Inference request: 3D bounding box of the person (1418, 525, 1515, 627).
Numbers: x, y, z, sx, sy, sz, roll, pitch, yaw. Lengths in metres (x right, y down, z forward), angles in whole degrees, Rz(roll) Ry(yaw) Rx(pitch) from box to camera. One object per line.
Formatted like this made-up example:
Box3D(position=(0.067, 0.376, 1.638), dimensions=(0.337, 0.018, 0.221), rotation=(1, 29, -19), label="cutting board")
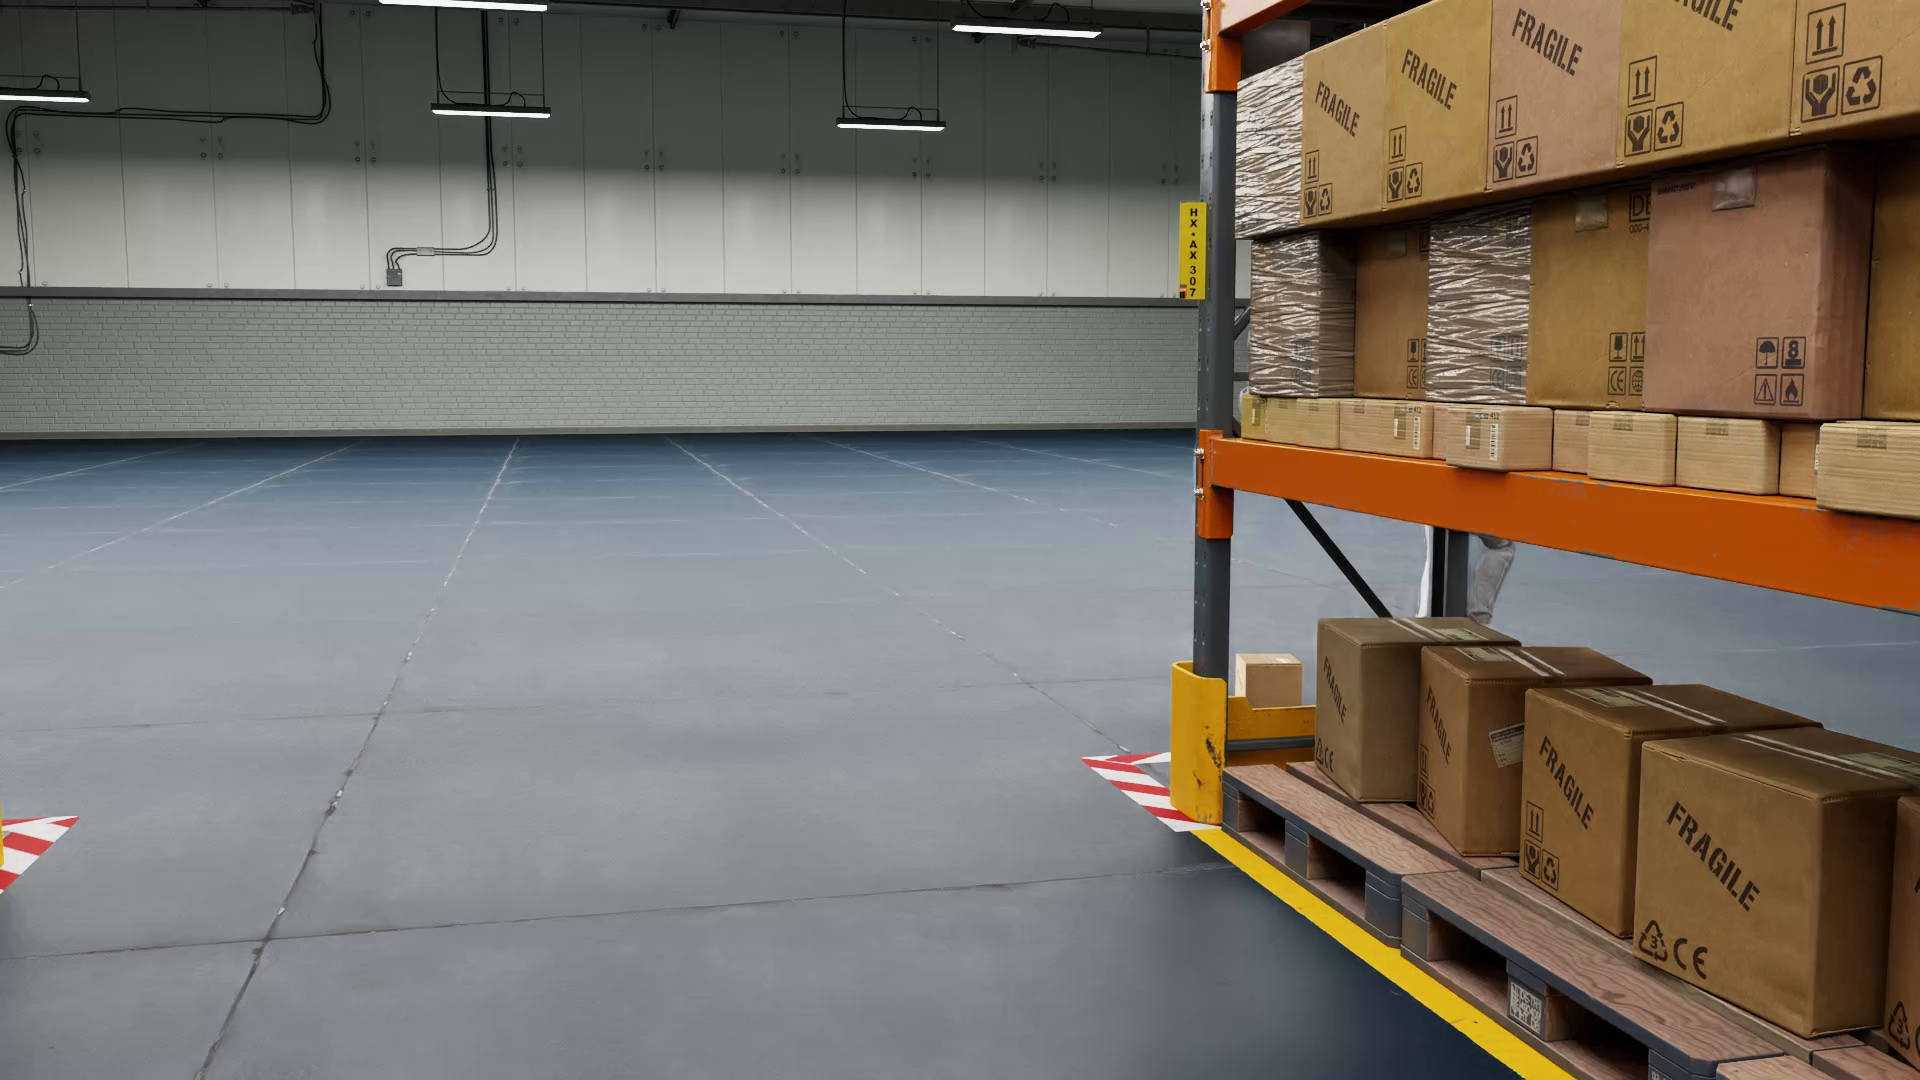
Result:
Box3D(position=(2.699, -0.279, 8.933), dimensions=(0.512, 1.806, 0.566), rotation=(-5, 8, -41), label="person")
